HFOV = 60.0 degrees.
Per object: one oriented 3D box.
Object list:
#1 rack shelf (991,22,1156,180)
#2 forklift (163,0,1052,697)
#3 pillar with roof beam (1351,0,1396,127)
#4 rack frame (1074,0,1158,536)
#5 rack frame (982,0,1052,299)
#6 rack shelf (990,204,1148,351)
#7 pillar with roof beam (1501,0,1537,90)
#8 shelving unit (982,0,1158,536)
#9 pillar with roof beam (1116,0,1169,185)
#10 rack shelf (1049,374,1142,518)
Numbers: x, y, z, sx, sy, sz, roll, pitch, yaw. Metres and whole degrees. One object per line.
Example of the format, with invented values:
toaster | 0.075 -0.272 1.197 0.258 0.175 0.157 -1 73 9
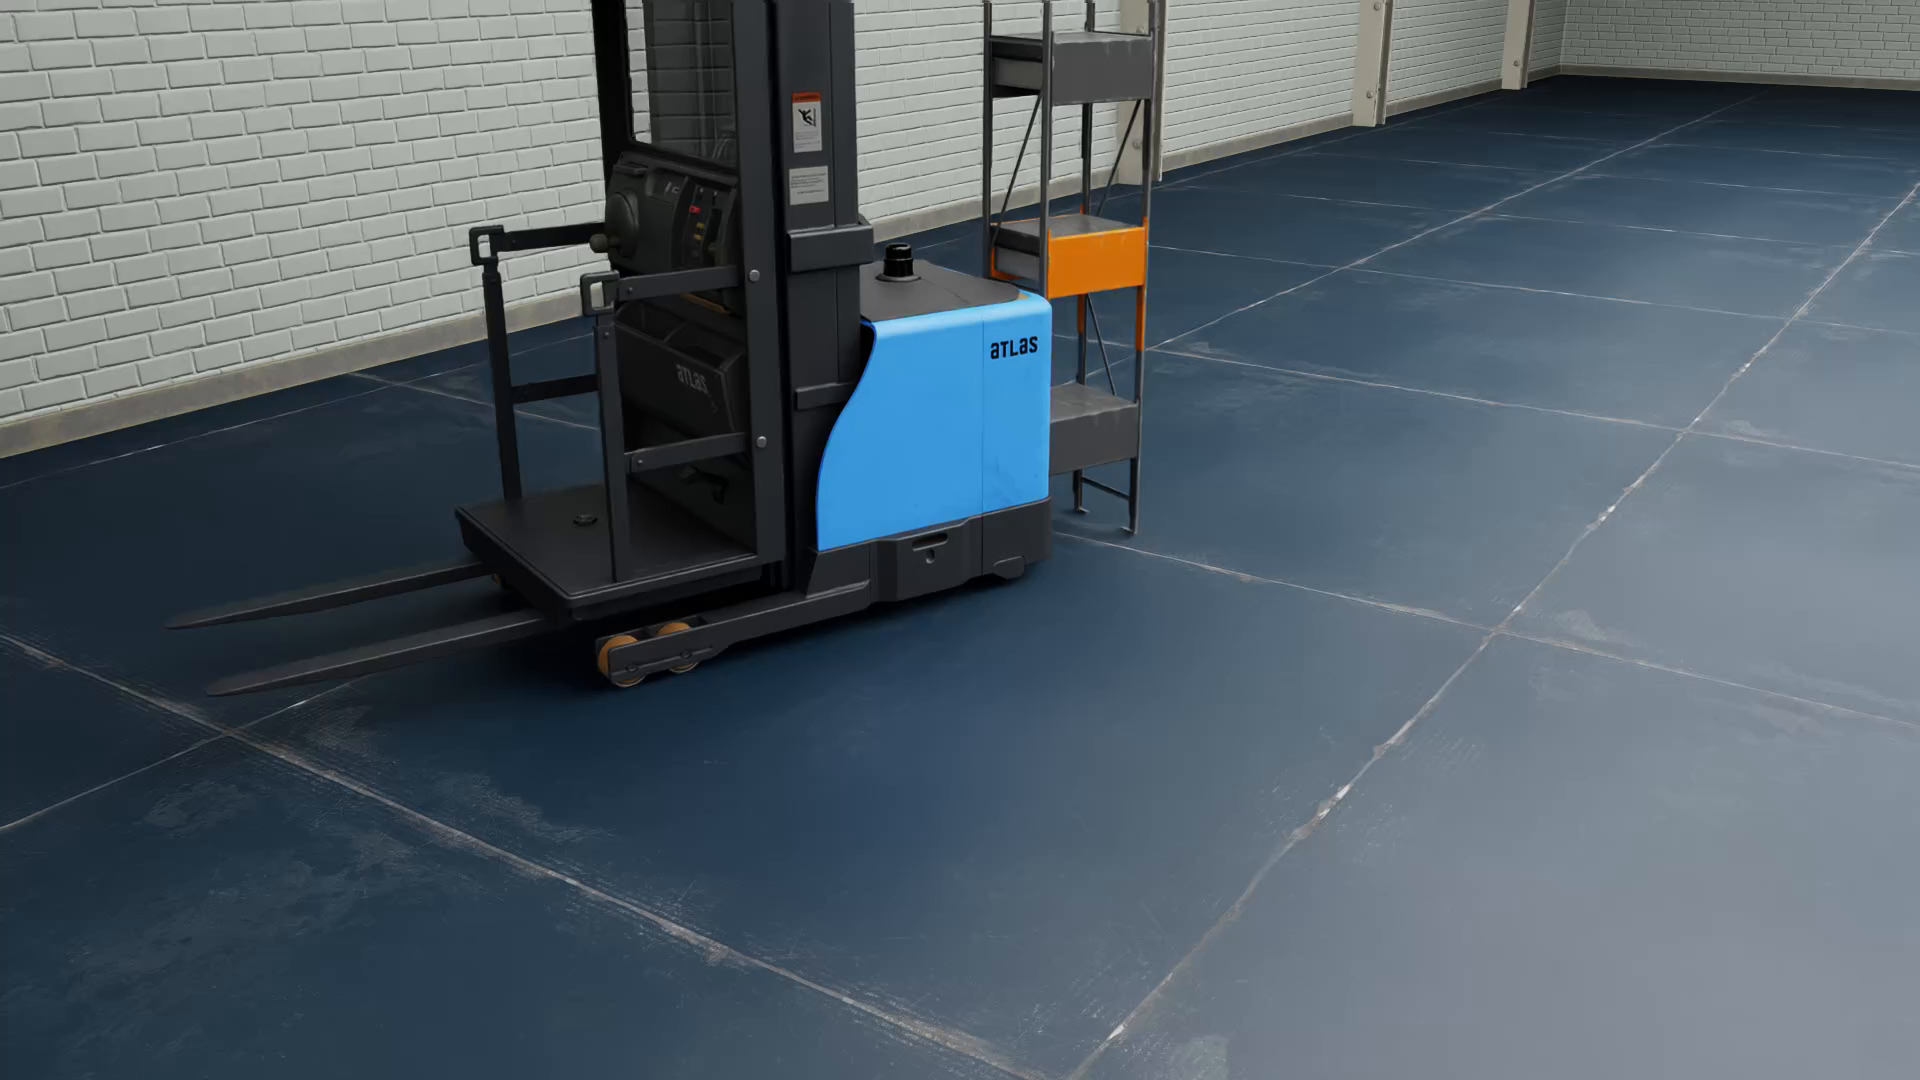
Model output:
rack shelf | 0.407 -1.658 6.241 0.480 0.518 0.431 -13 24 -32
forklift | -1.152 -1.100 5.515 3.031 2.935 1.130 -13 24 -32
pillar with roof beam | 8.671 -8.593 17.026 9.100 9.000 0.400 13 24 32
rack frame | 0.608 -1.062 6.609 0.015 2.100 0.400 -13 24 -32
rack frame | 0.206 -0.966 6.350 0.015 2.100 0.400 -13 24 -32
rack shelf | 0.407 -1.001 6.484 0.480 0.518 0.431 -13 24 -32
pillar with roof beam | 12.044 -10.315 21.680 9.100 9.000 0.400 13 24 32
shelving unit | 0.407 -1.014 6.479 0.503 2.100 0.431 -13 24 -32
pillar with roof beam | 5.298 -6.872 12.372 9.100 9.000 0.400 13 24 32
rack shelf | 0.407 -0.345 6.727 0.480 0.518 0.431 -13 24 -32
